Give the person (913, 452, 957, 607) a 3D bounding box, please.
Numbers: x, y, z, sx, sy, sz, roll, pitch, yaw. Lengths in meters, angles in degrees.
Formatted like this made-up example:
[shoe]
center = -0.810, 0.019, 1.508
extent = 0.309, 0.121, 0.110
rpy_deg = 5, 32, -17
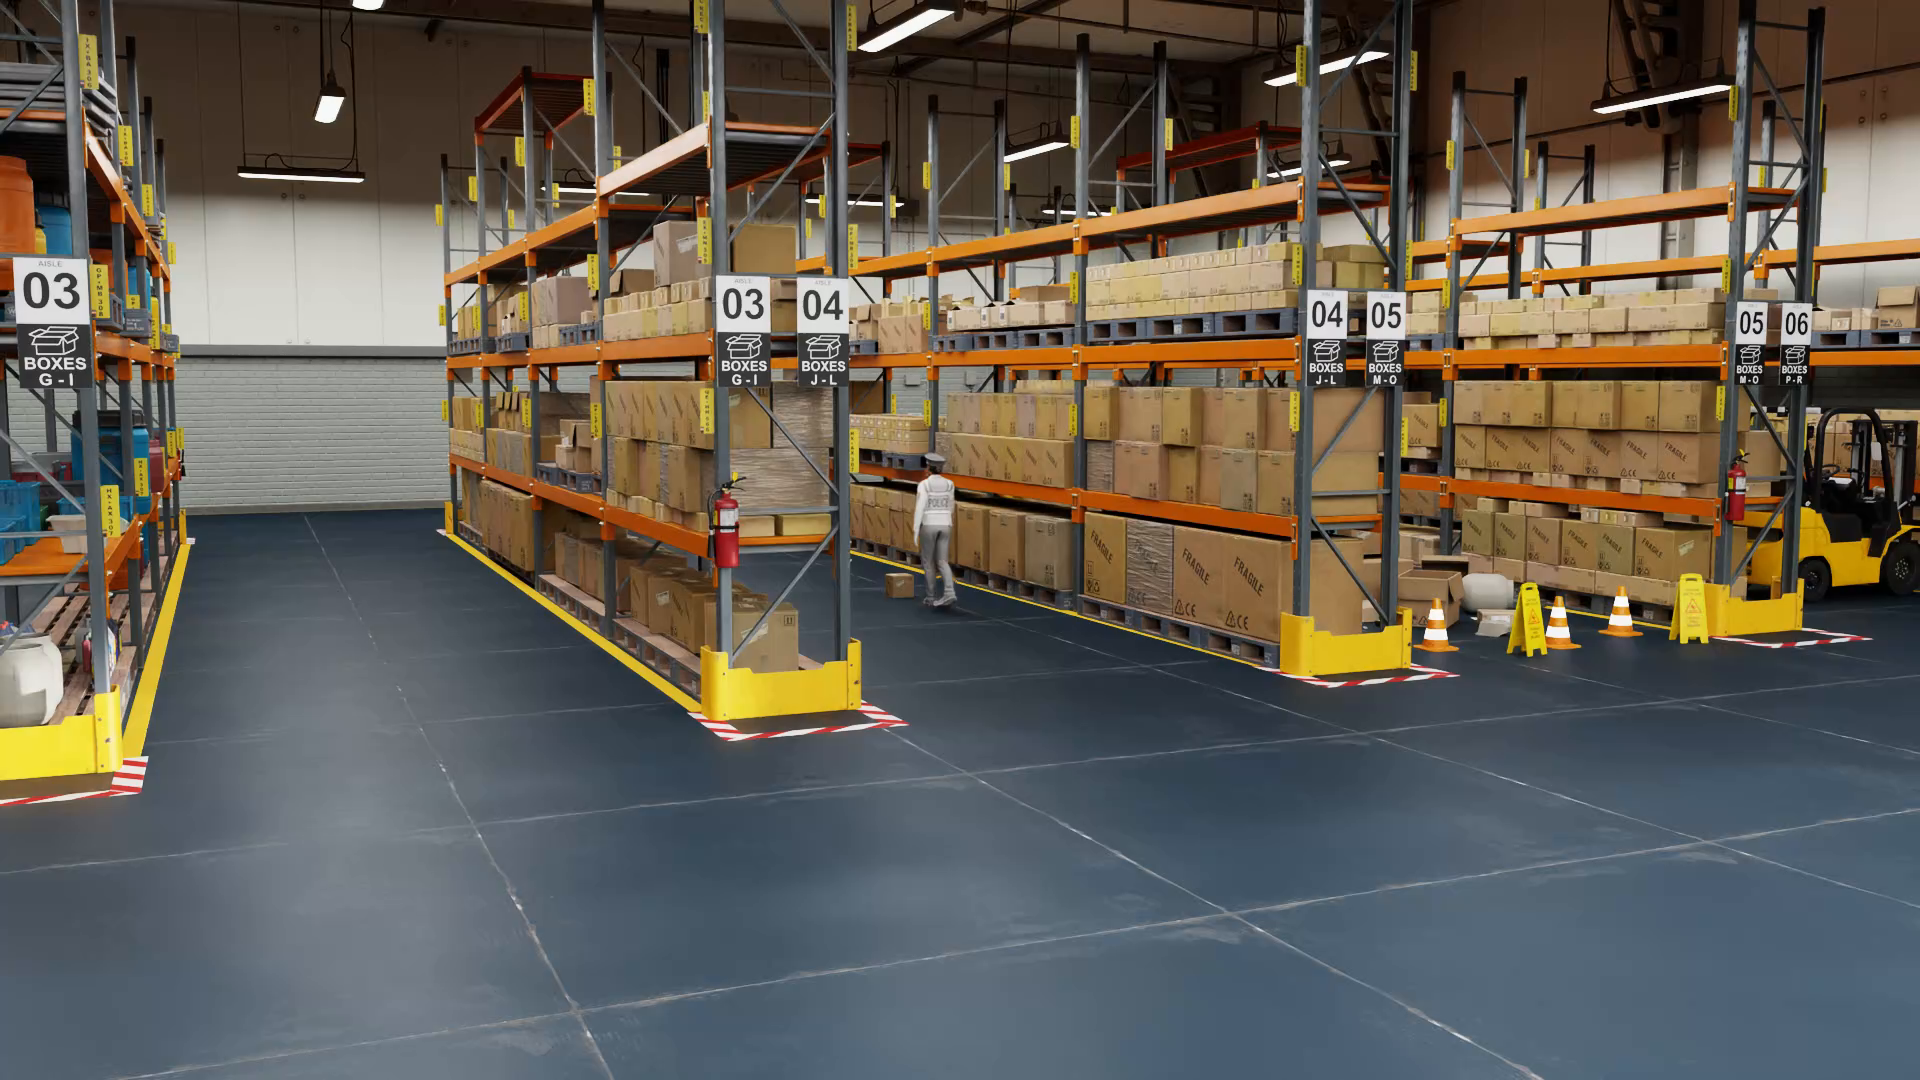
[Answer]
[person]
center = -0.279, -0.105, 17.949
extent = 0.508, 1.671, 0.712
rpy_deg = -2, 6, -19
